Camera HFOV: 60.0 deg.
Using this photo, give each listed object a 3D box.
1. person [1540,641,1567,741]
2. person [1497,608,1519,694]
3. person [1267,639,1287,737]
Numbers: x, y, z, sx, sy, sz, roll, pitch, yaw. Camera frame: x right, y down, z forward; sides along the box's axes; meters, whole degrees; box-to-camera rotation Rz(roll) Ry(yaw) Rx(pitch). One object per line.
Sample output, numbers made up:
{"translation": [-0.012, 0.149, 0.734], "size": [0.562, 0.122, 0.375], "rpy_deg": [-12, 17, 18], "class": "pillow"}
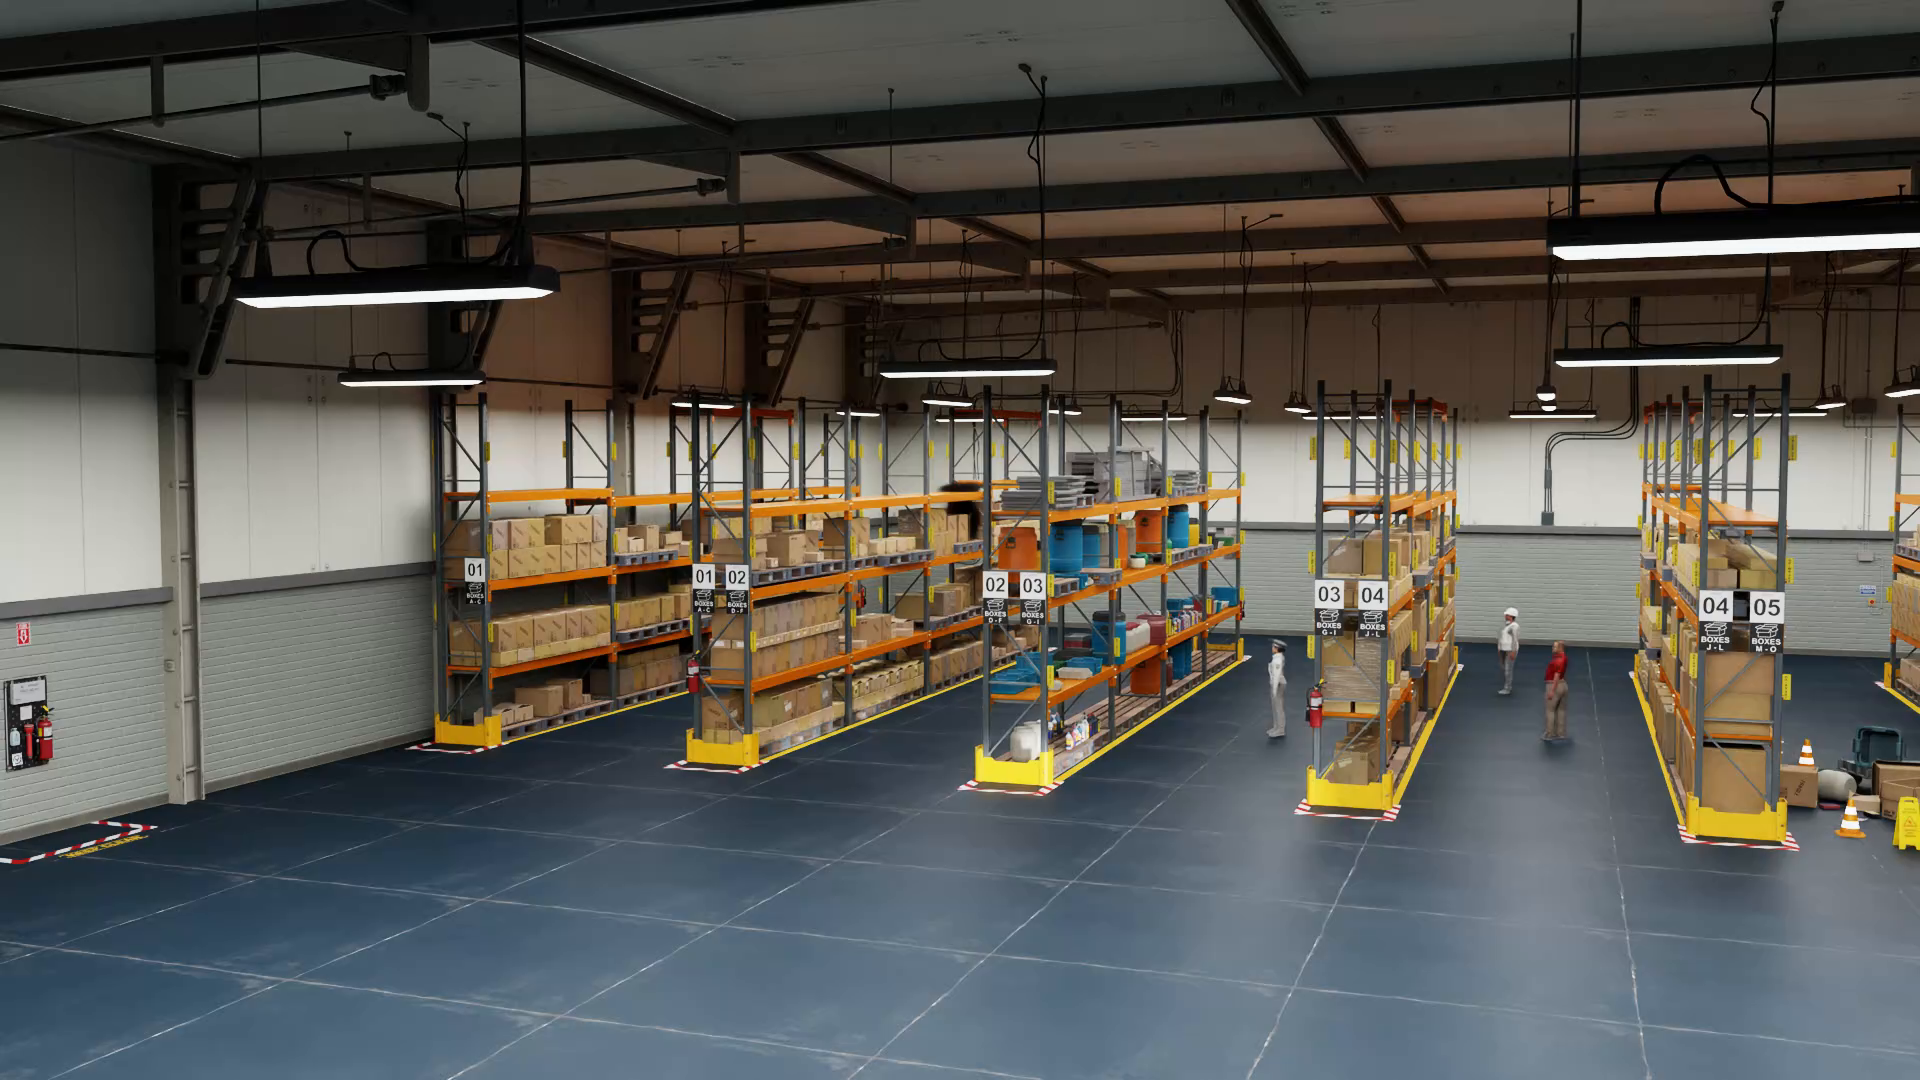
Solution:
{"translation": [10.329, 2.600, 28.853], "size": [0.548, 1.717, 0.423], "rpy_deg": [-3, 4, -44], "class": "person"}
{"translation": [11.339, 2.296, 34.483], "size": [0.581, 1.777, 0.560], "rpy_deg": [-1, 3, -19], "class": "person"}
{"translation": [5.584, 2.589, 29.330], "size": [0.367, 1.698, 0.513], "rpy_deg": [0, 3, 4], "class": "person"}
